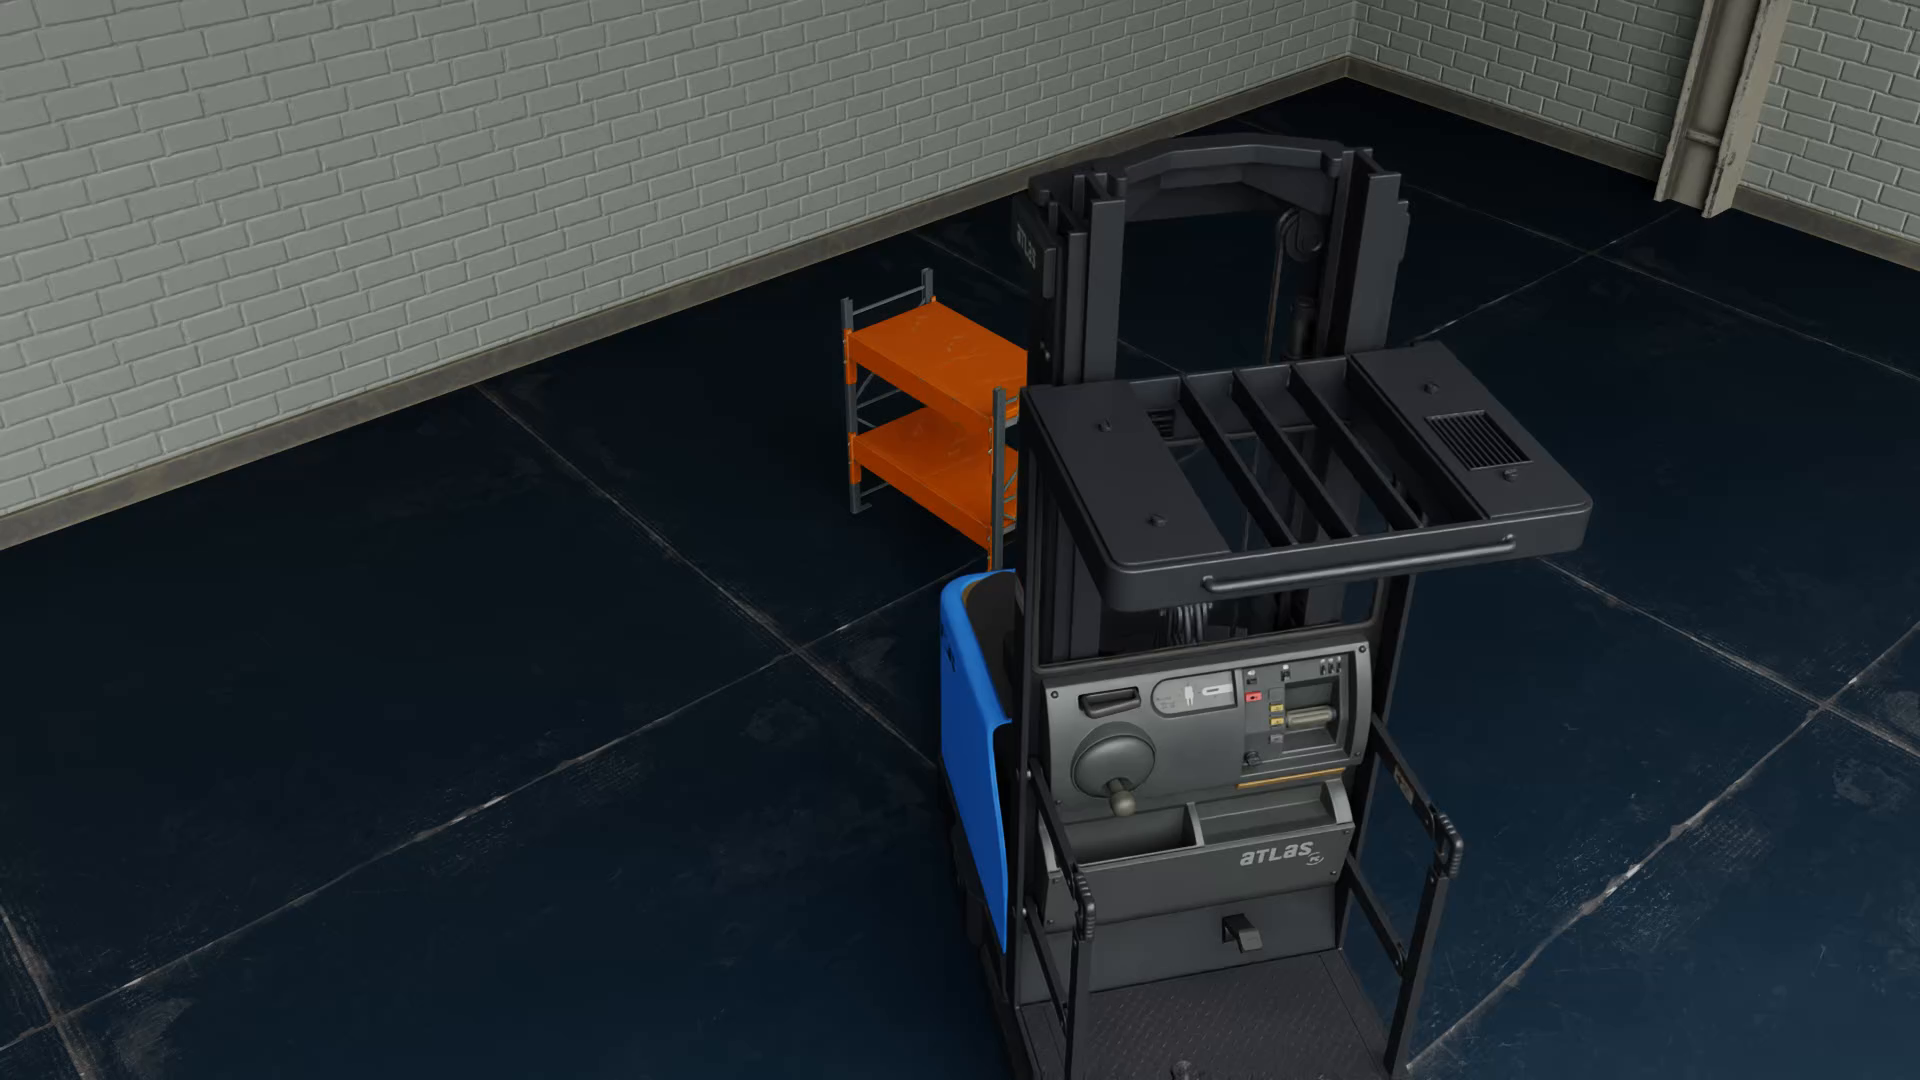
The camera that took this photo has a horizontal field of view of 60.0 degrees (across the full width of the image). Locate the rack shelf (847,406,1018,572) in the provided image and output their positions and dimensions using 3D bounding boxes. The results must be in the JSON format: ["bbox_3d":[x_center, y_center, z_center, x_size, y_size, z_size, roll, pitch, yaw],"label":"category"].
[{"bbox_3d":[0.004,-0.257,7.562,0.538,0.278,1.000,-26,43,-32],"label":"rack shelf"}]

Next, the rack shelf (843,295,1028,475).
[{"bbox_3d":[0.004,-0.695,7.252,0.538,0.278,1.000,-26,43,-32],"label":"rack shelf"}]

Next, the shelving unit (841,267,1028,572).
[{"bbox_3d":[0.004,-0.456,7.421,0.538,1.125,1.048,-26,43,-32],"label":"shelving unit"}]

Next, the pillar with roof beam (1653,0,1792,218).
[{"bbox_3d":[1.500,-4.272,5.997,9.100,9.000,0.400,-26,43,-32],"label":"pillar with roof beam"}]

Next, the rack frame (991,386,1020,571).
[{"bbox_3d":[0.332,-0.232,7.104,0.500,1.125,0.032,-26,43,-32],"label":"rack frame"}]

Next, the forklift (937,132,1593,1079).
[{"bbox_3d":[0.737,0.577,4.399,1.130,2.935,3.031,-7,36,-10],"label":"forklift"}]

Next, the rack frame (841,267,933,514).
[{"bbox_3d":[-0.324,-0.681,7.738,0.500,1.125,0.032,-26,43,-32],"label":"rack frame"}]
